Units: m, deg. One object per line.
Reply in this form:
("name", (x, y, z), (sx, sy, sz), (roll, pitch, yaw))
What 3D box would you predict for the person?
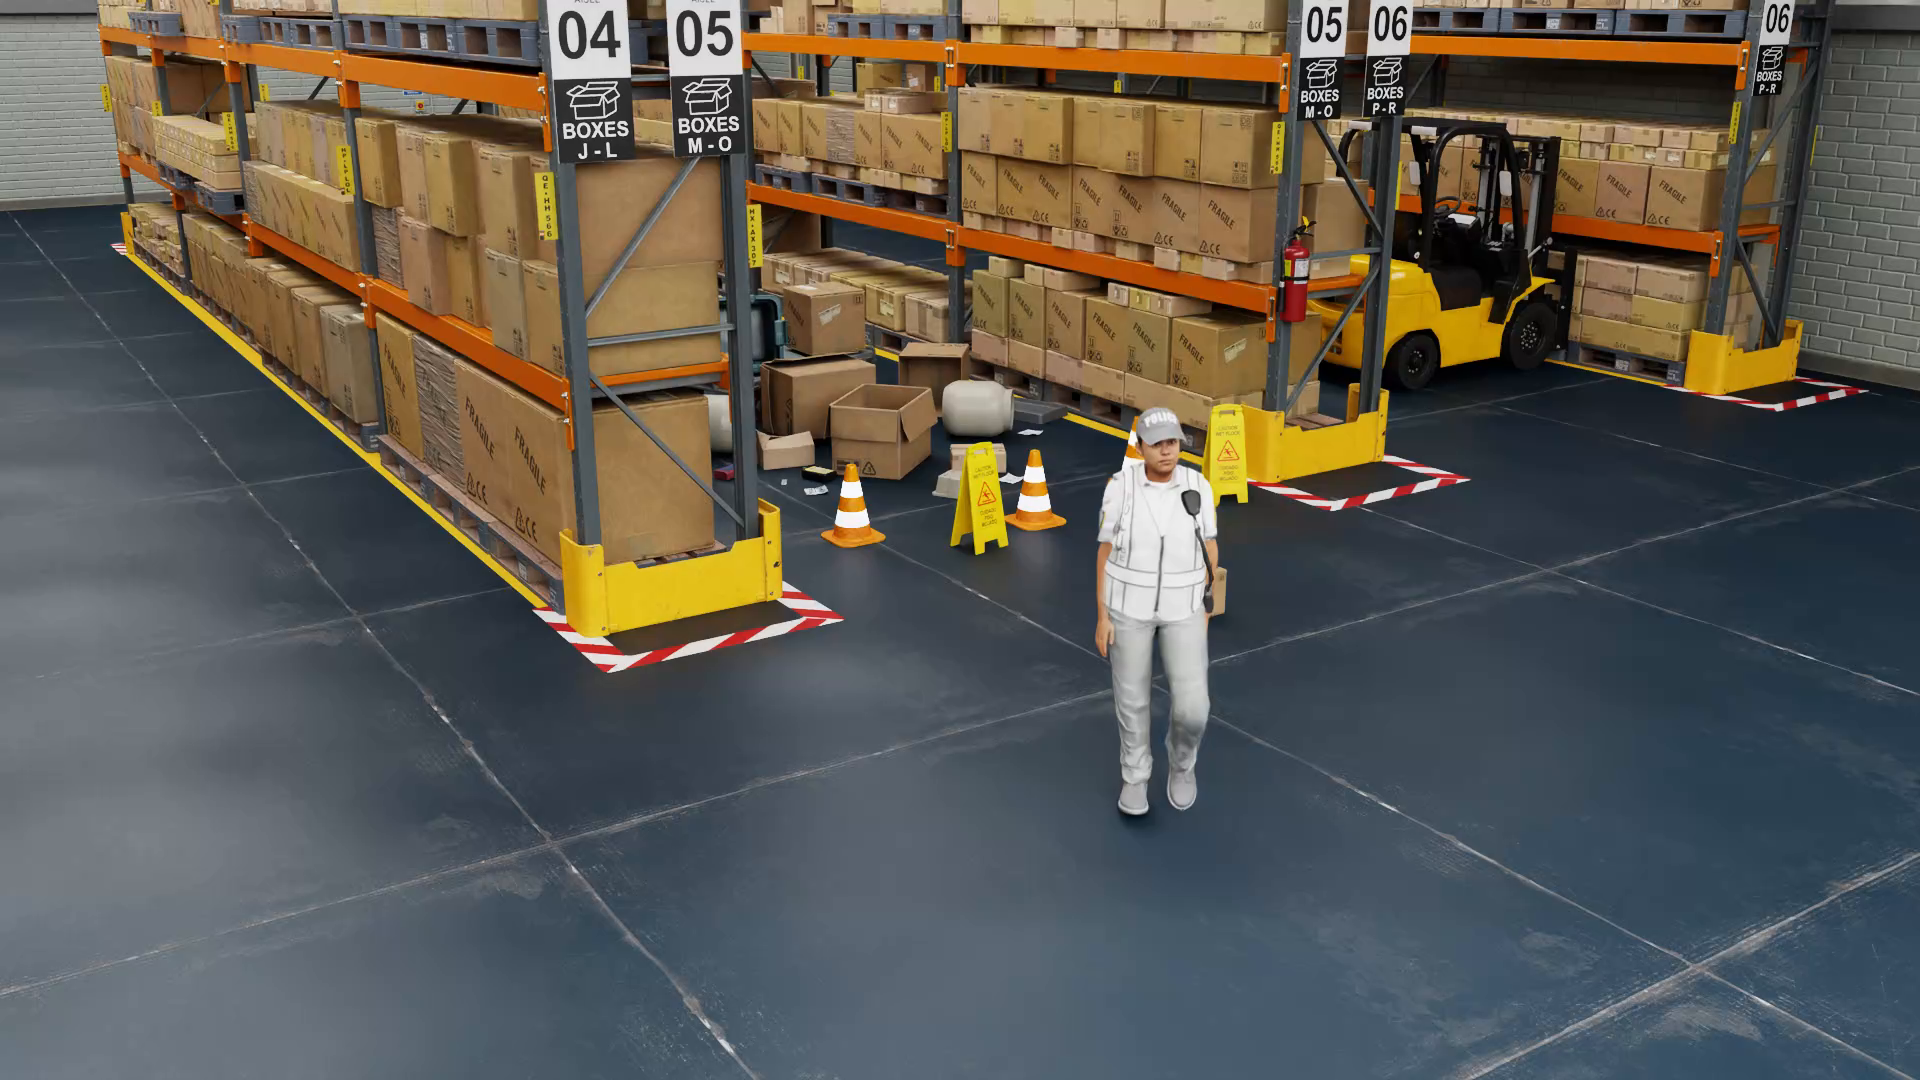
("person", (0.775, 0.313, 6.571), (0.481, 1.680, 0.453), (1, 18, 4))
